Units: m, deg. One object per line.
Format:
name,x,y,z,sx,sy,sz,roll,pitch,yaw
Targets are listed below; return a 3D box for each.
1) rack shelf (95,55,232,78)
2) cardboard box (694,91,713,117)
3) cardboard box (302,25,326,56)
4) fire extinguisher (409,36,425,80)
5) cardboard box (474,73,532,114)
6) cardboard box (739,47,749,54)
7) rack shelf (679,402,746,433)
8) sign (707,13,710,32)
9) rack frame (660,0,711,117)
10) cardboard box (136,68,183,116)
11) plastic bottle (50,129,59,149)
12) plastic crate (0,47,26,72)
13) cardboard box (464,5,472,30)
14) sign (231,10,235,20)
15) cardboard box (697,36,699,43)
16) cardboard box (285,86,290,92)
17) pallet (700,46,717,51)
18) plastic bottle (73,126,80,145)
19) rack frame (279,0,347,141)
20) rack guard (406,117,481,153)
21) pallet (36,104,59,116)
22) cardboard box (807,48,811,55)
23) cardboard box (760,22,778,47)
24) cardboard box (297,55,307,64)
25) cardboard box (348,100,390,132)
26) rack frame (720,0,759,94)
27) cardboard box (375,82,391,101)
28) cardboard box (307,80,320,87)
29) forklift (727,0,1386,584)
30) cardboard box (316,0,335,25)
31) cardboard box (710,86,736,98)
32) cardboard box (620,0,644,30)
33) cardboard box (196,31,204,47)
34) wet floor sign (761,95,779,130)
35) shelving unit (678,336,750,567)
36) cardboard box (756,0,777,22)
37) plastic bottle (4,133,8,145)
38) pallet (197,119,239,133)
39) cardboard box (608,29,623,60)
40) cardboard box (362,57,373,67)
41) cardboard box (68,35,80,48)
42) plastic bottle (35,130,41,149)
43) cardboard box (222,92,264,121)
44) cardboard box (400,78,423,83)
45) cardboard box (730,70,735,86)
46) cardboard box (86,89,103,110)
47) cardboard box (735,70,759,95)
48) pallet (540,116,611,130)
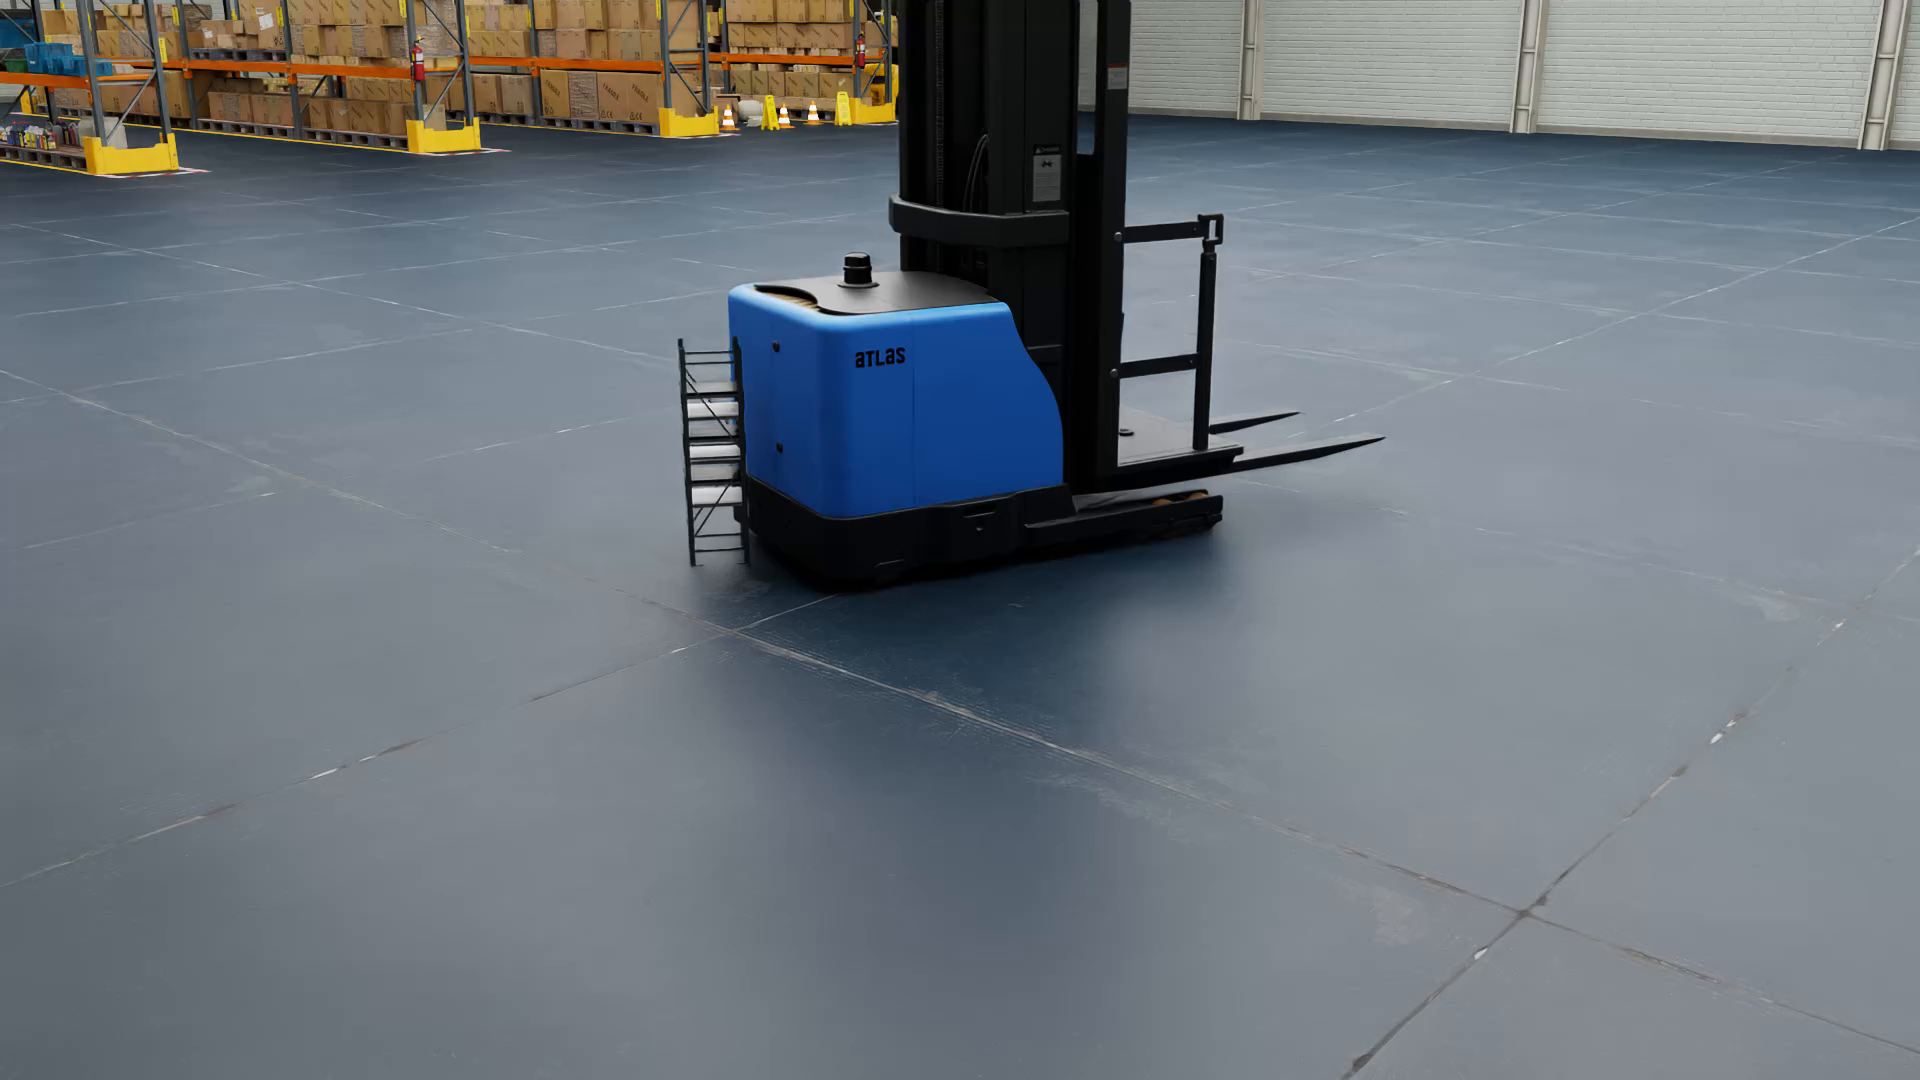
rack shelf,-15.834,-9.449,33.115,4.000,0.370,1.077,15,23,39
cardboard box,-5.475,-8.867,33.994,0.503,0.637,0.797,15,23,39
cardboard box,-10.700,-8.564,28.480,0.500,0.500,0.875,15,23,39
fire extinguisher,-8.574,-7.620,26.290,0.183,0.674,0.296,15,23,39
cardboard box,-9.221,-9.116,33.901,0.750,0.750,1.050,15,23,39
cardboard box,-4.522,-10.535,35.762,0.250,0.149,0.380,16,24,41
rack shelf,-0.998,-0.497,6.703,0.258,0.077,0.200,-3,18,-11
sign,-4.613,-9.460,30.401,0.005,0.325,0.100,15,23,39
rack frame,-4.986,-8.886,30.152,0.127,3.000,1.000,15,23,39
cardboard box,-15.502,-8.902,33.020,0.875,0.875,1.225,15,23,39
plastic bottle,-13.406,-5.929,24.598,0.133,0.283,0.061,15,23,39
plastic crate,-14.326,-7.303,25.267,0.504,0.338,0.767,15,23,39
cardboard box,-9.876,-10.720,34.114,0.500,0.500,0.700,15,23,38
sign,-13.985,-10.029,31.971,0.005,0.325,0.100,15,23,39
cardboard box,-5.738,-11.051,36.695,0.250,0.149,0.380,15,23,38
cardboard box,-15.711,-10.668,39.295,0.250,0.149,0.380,17,24,42
pallet,-6.252,-11.153,37.612,1.213,0.211,1.003,15,23,39
plastic bottle,-13.457,-6.177,25.391,0.135,0.276,0.152,16,23,40
rack frame,-11.346,-8.587,29.210,0.127,3.000,1.000,15,23,39
rack guard,-8.411,-6.608,27.106,0.348,0.500,1.175,15,23,39
pallet,-19.671,-9.524,36.774,1.213,0.211,1.003,15,23,39
cardboard box,-2.950,-10.143,34.529,0.250,0.149,0.380,15,23,40
cardboard box,-3.866,-10.668,35.110,0.500,0.500,0.500,15,23,39
cardboard box,-11.206,-8.303,28.730,0.250,0.149,0.380,15,23,39
cardboard box,-10.123,-7.286,28.550,0.500,0.500,0.500,13,22,34
rack frame,-4.768,-10.829,36.275,0.127,3.000,1.000,15,23,39
cardboard box,-12.428,-9.781,36.412,0.500,0.500,0.500,14,22,37
cardboard box,-14.809,-10.523,38.347,0.250,0.149,0.380,15,23,39
forklift,0.555,-1.533,7.097,3.031,2.935,1.130,-10,20,-29
cardboard box,-10.430,-8.905,27.901,0.500,0.500,0.500,15,23,39
cardboard box,-5.162,-9.882,36.939,0.625,0.372,0.950,15,23,40
cardboard box,-5.711,-9.645,30.510,0.550,0.550,0.875,15,23,39
cardboard box,-14.521,-9.597,32.227,0.500,0.500,0.500,16,24,41
wet floor sign,-3.650,-8.206,31.901,0.232,0.644,0.267,11,20,30
shelving unit,-0.998,-0.357,6.748,0.258,0.900,0.210,-3,18,-11
cardboard box,-3.858,-11.143,34.955,0.500,0.500,0.700,14,23,38
plastic bottle,-14.534,-6.138,25.393,0.097,0.201,0.097,0,18,0
pallet,-13.754,-7.904,31.667,1.213,0.211,1.003,15,23,39
cardboard box,-6.055,-9.268,31.108,0.550,0.550,0.875,15,23,39
cardboard box,-9.650,-7.922,27.530,0.250,0.149,0.380,15,23,39
cardboard box,-18.223,-10.396,34.667,0.500,0.250,0.500,16,24,41
plastic bottle,-13.581,-5.929,24.610,0.135,0.276,0.152,14,22,38
cardboard box,-13.400,-8.170,31.301,0.500,0.500,0.700,13,22,35
cardboard box,-11.655,-9.936,35.660,0.500,0.250,0.500,14,23,38
cardboard box,-5.687,-12.008,43.429,0.500,0.500,0.500,16,24,42
cardboard box,-17.770,-9.531,35.004,0.875,0.875,0.875,15,23,39
cardboard box,-4.506,-9.897,35.948,0.500,0.500,0.500,16,24,42
pallet,-7.461,-8.189,32.567,1.213,0.211,1.003,15,23,39
